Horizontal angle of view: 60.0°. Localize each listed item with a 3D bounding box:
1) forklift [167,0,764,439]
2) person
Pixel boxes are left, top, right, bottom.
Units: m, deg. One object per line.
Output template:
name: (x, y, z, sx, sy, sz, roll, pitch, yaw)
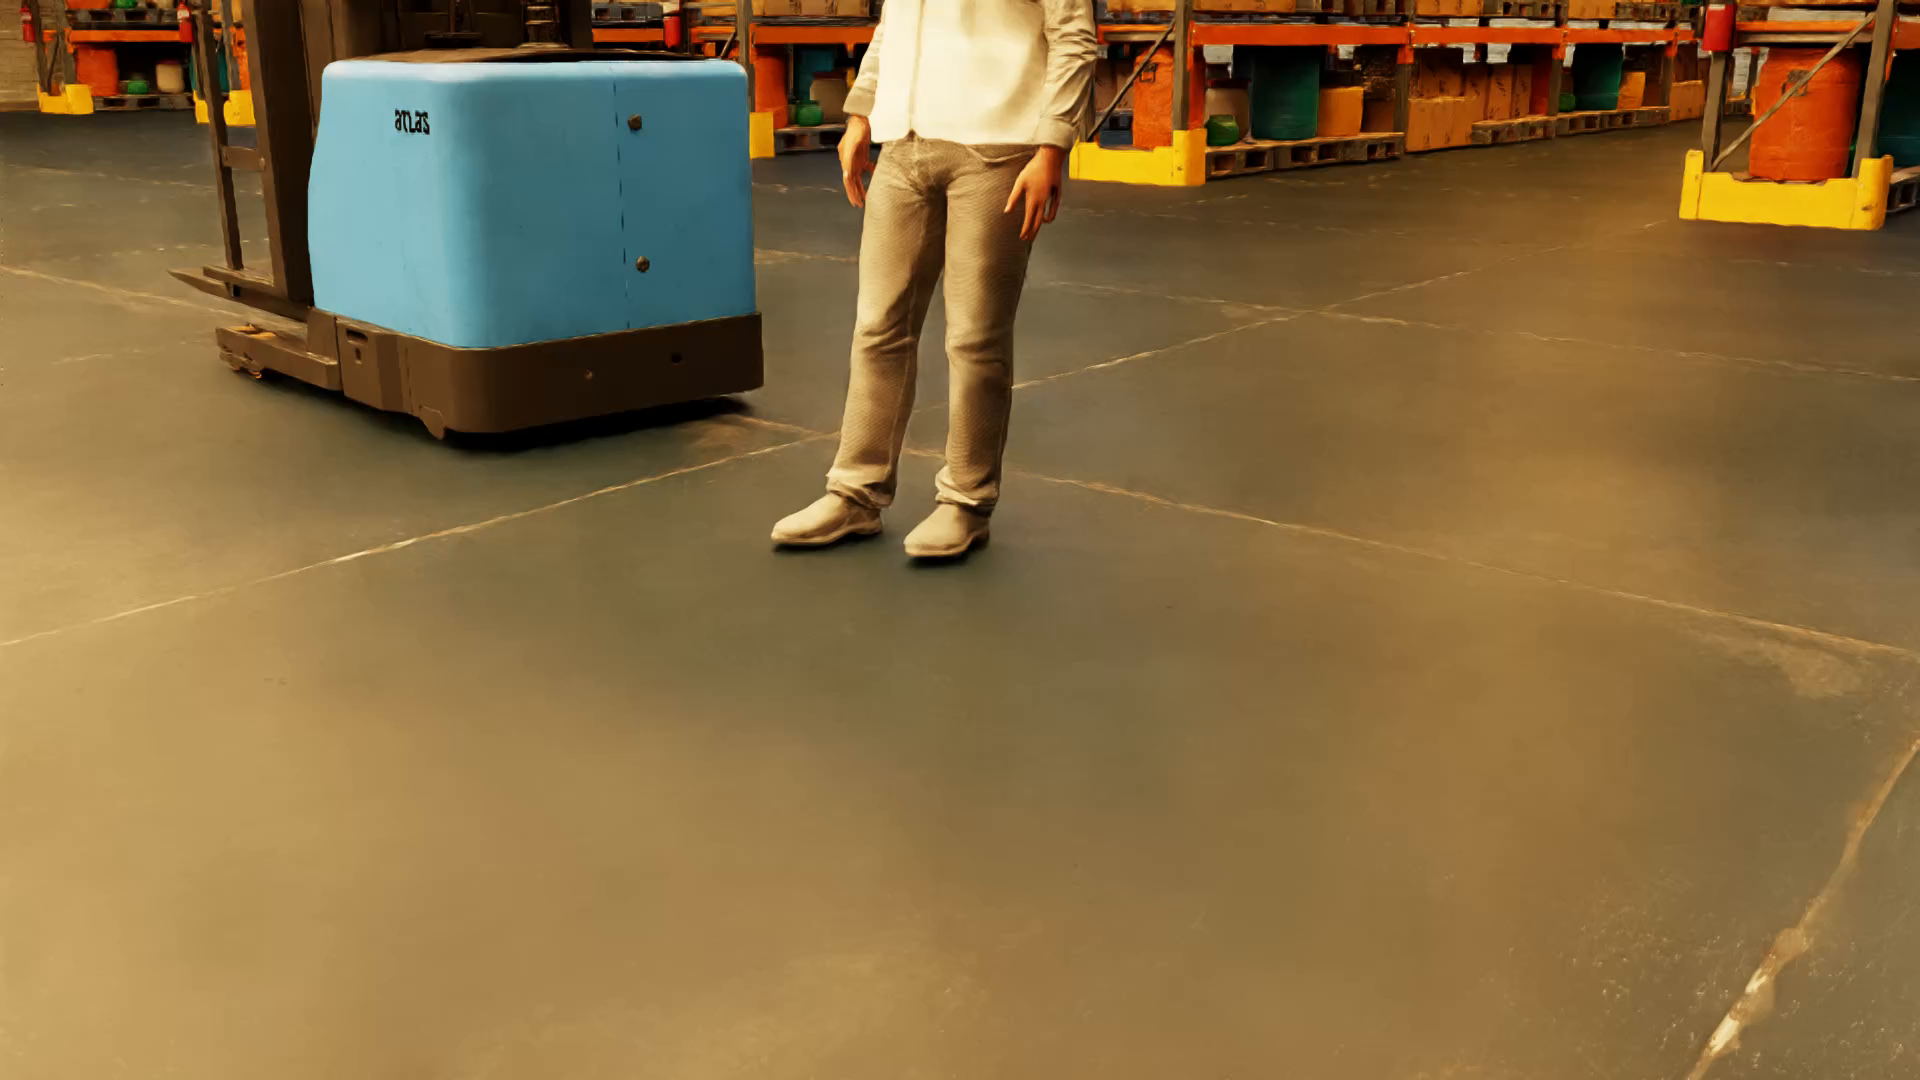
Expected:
forklift: (-1.995, -2.048, 5.641, 1.130, 2.935, 3.031, -15, 22, -40)
person: (-0.046, -0.843, 3.641, 0.632, 1.773, 0.567, 13, 21, 37)
